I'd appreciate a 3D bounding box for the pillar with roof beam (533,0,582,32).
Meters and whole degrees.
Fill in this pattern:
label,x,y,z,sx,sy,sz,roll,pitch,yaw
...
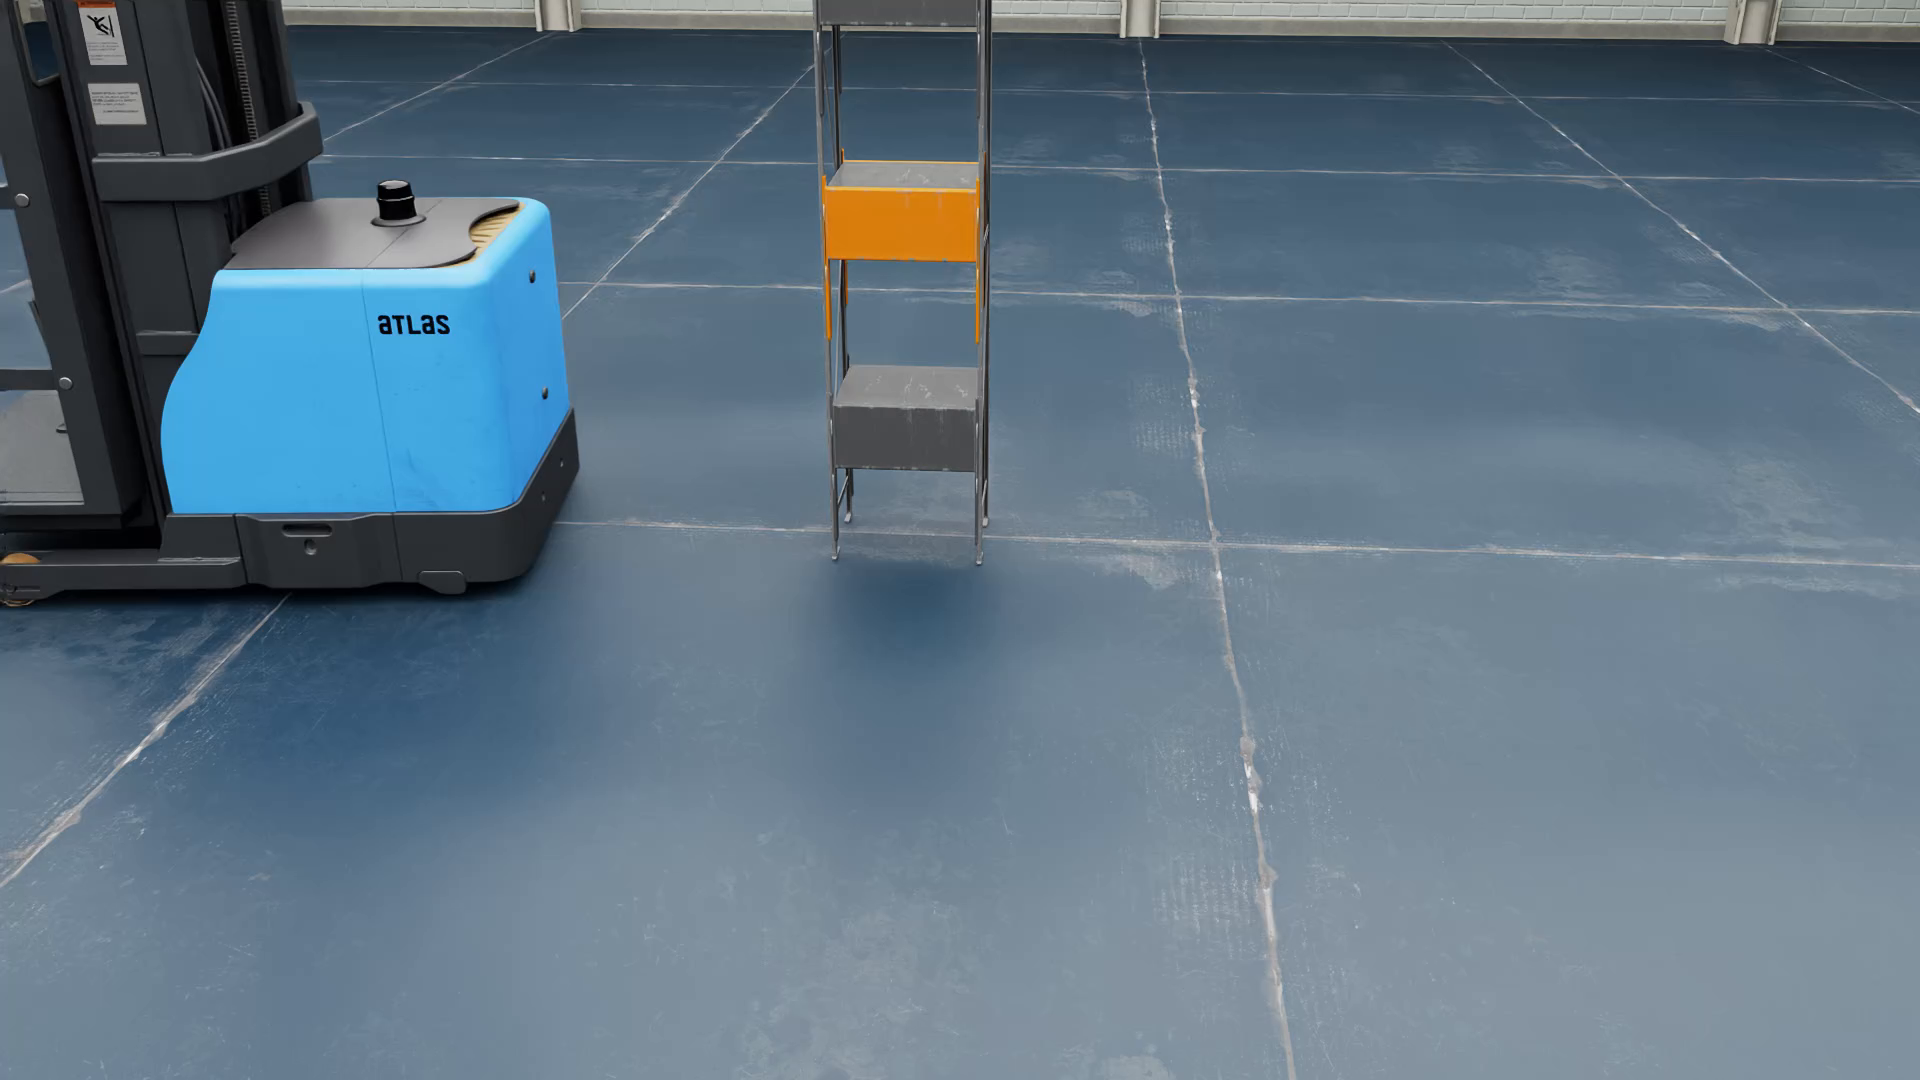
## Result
label,x,y,z,sx,sy,sz,roll,pitch,yaw
pillar with roof beam,-4.493,-7.606,11.515,0.400,9.000,9.100,2,25,4

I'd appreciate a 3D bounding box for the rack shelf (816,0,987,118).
label,x,y,z,sx,sy,sz,roll,pitch,yaw
rack shelf,-0.165,-1.583,5.036,0.480,0.518,0.431,2,25,4

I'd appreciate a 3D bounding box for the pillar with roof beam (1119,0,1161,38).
label,x,y,z,sx,sy,sz,roll,pitch,yaw
pillar with roof beam,1.489,-7.414,11.098,0.400,9.000,9.100,2,25,4

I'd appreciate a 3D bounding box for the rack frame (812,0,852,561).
label,x,y,z,sx,sy,sz,roll,pitch,yaw
rack frame,-0.408,-0.967,5.340,0.015,2.100,0.400,2,25,4

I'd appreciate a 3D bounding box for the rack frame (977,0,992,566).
label,x,y,z,sx,sy,sz,roll,pitch,yaw
rack frame,0.078,-0.951,5.306,0.015,2.100,0.400,2,25,4

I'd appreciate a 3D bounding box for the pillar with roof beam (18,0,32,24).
label,x,y,z,sx,sy,sz,roll,pitch,yaw
pillar with roof beam,-10.475,-7.798,11.932,0.400,9.000,9.100,2,25,4

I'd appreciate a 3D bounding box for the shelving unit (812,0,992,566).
label,x,y,z,sx,sy,sz,roll,pitch,yaw
shelving unit,-0.165,-0.959,5.323,0.503,2.100,0.431,2,25,4

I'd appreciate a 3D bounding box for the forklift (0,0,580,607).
label,x,y,z,sx,sy,sz,roll,pitch,yaw
forklift,-2.914,-1.341,5.158,3.031,2.935,1.130,0,25,-1

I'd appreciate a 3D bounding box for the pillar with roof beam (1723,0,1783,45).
label,x,y,z,sx,sy,sz,roll,pitch,yaw
pillar with roof beam,7.472,-7.222,10.681,0.400,9.000,9.100,2,25,4

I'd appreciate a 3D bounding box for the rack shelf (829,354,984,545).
label,x,y,z,sx,sy,sz,roll,pitch,yaw
rack shelf,-0.165,-0.311,5.621,0.480,0.518,0.431,2,25,4

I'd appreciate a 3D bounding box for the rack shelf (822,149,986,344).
label,x,y,z,sx,sy,sz,roll,pitch,yaw
rack shelf,-0.165,-0.947,5.328,0.480,0.518,0.431,2,25,4
